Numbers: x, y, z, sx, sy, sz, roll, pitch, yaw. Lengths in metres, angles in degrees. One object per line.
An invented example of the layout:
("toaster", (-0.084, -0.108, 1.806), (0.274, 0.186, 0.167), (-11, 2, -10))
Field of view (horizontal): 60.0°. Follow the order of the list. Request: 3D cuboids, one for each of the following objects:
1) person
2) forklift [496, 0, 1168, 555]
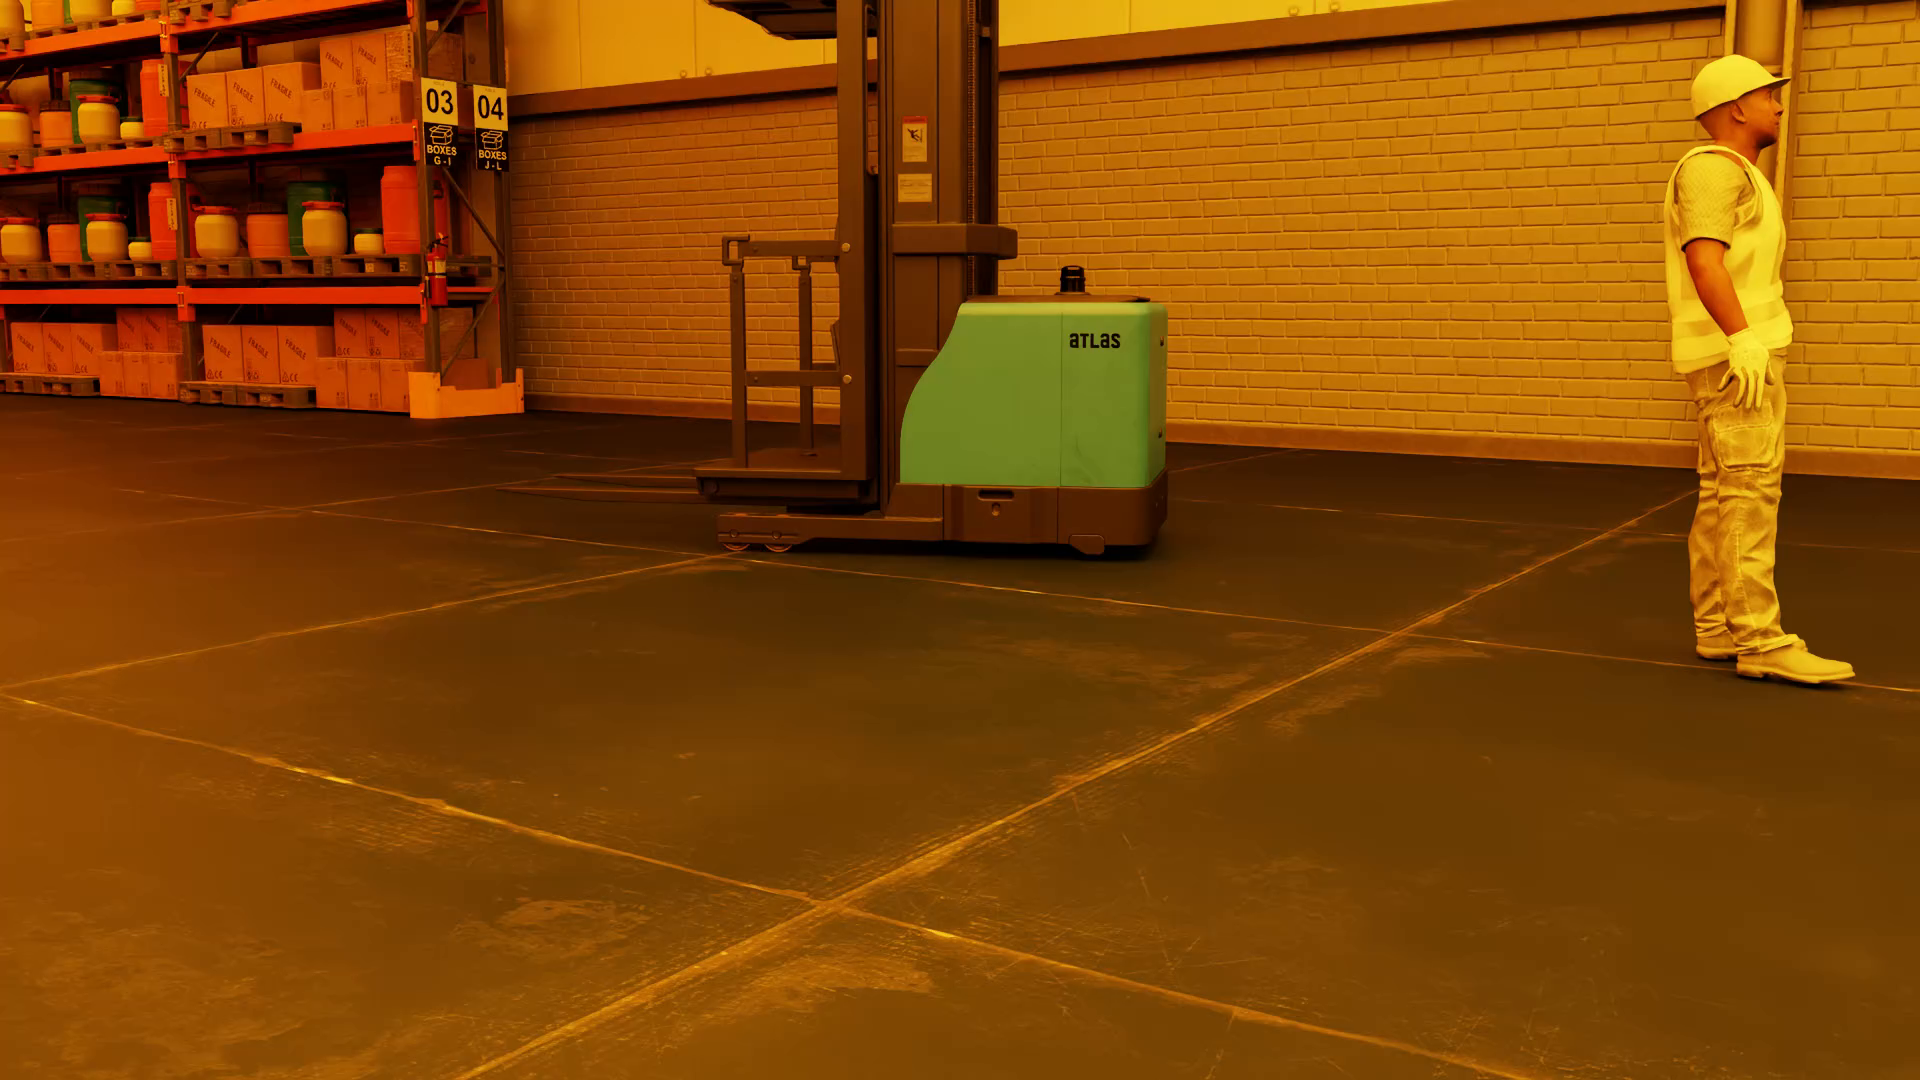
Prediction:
("person", (2.359, -0.522, 4.889), (0.577, 1.782, 0.656), (4, 9, 26))
("forklift", (-0.596, -1.469, 7.520), (3.031, 2.935, 1.130), (2, 8, 12))
